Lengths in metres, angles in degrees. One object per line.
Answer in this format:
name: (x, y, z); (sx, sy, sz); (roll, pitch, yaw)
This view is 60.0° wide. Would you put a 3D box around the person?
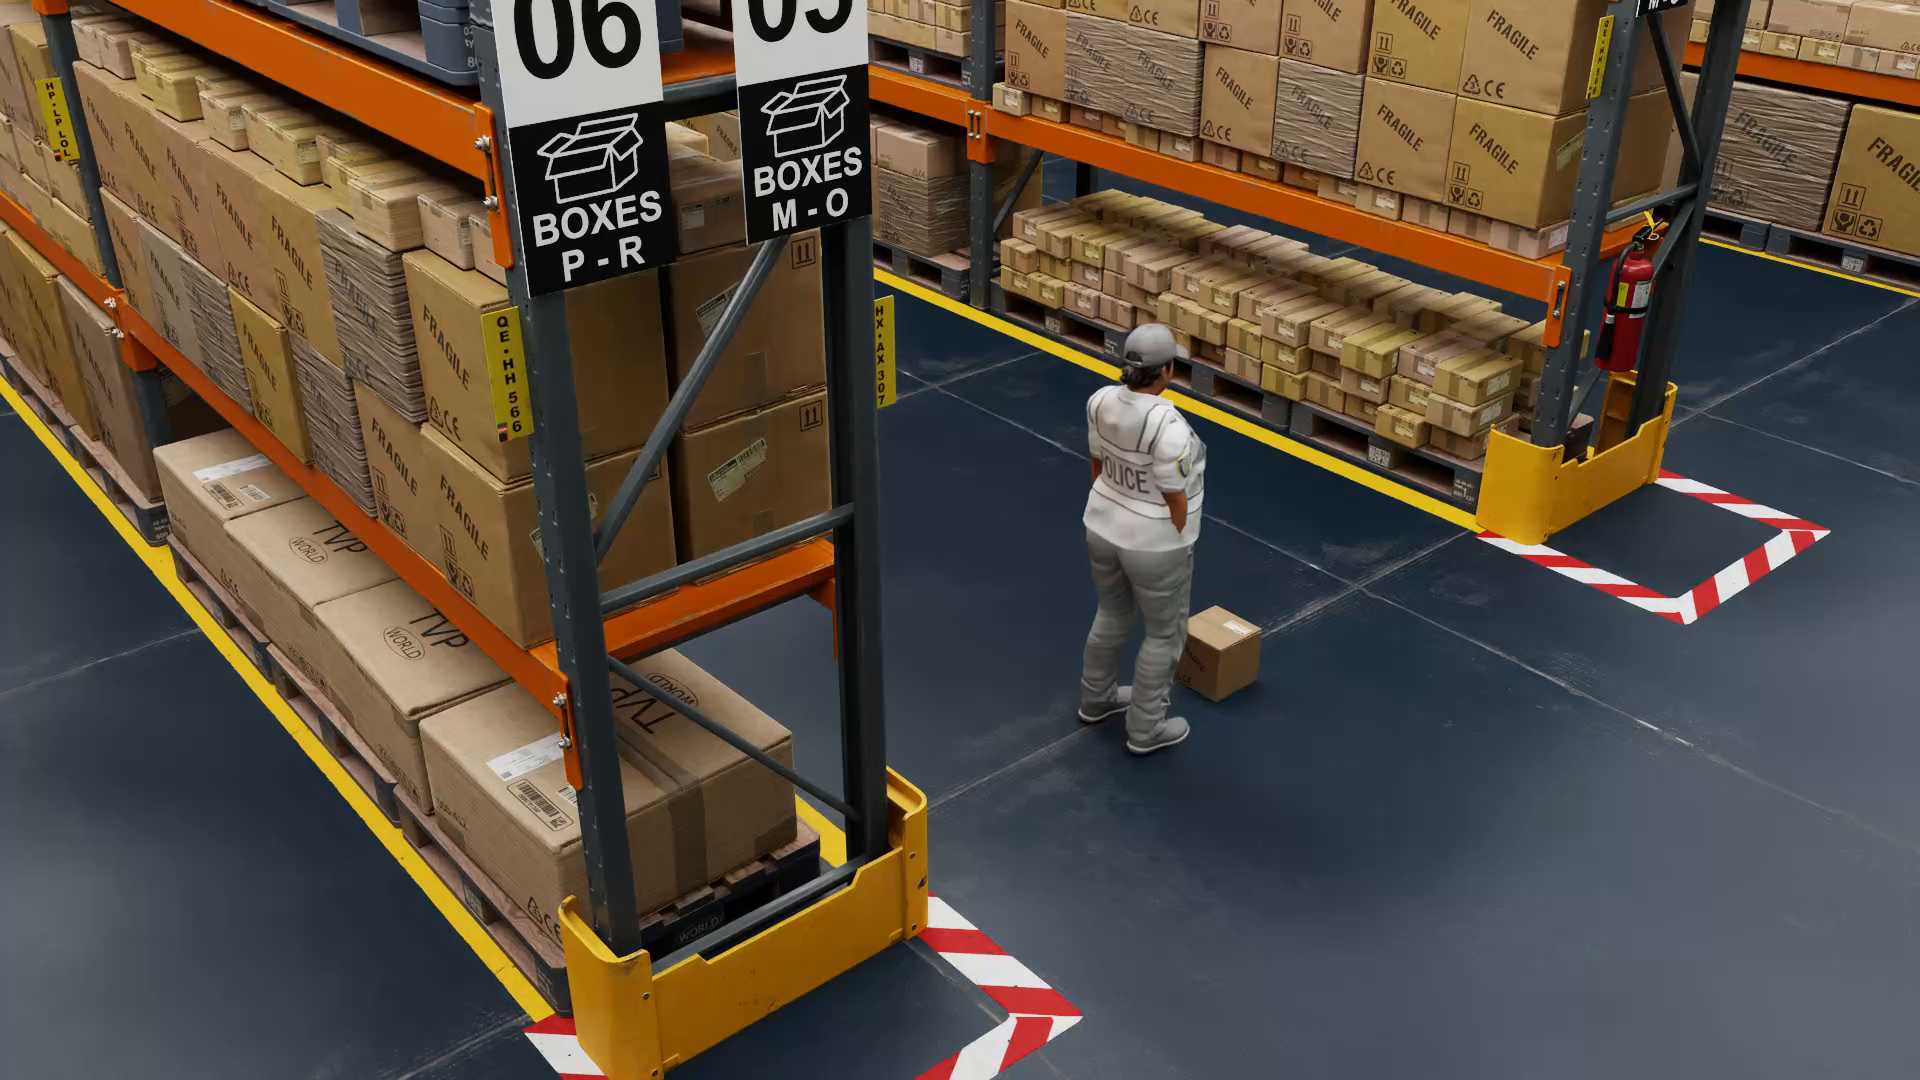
person: (0.670, -0.012, 6.155); (0.390, 1.662, 0.469); (-21, 35, -34)
